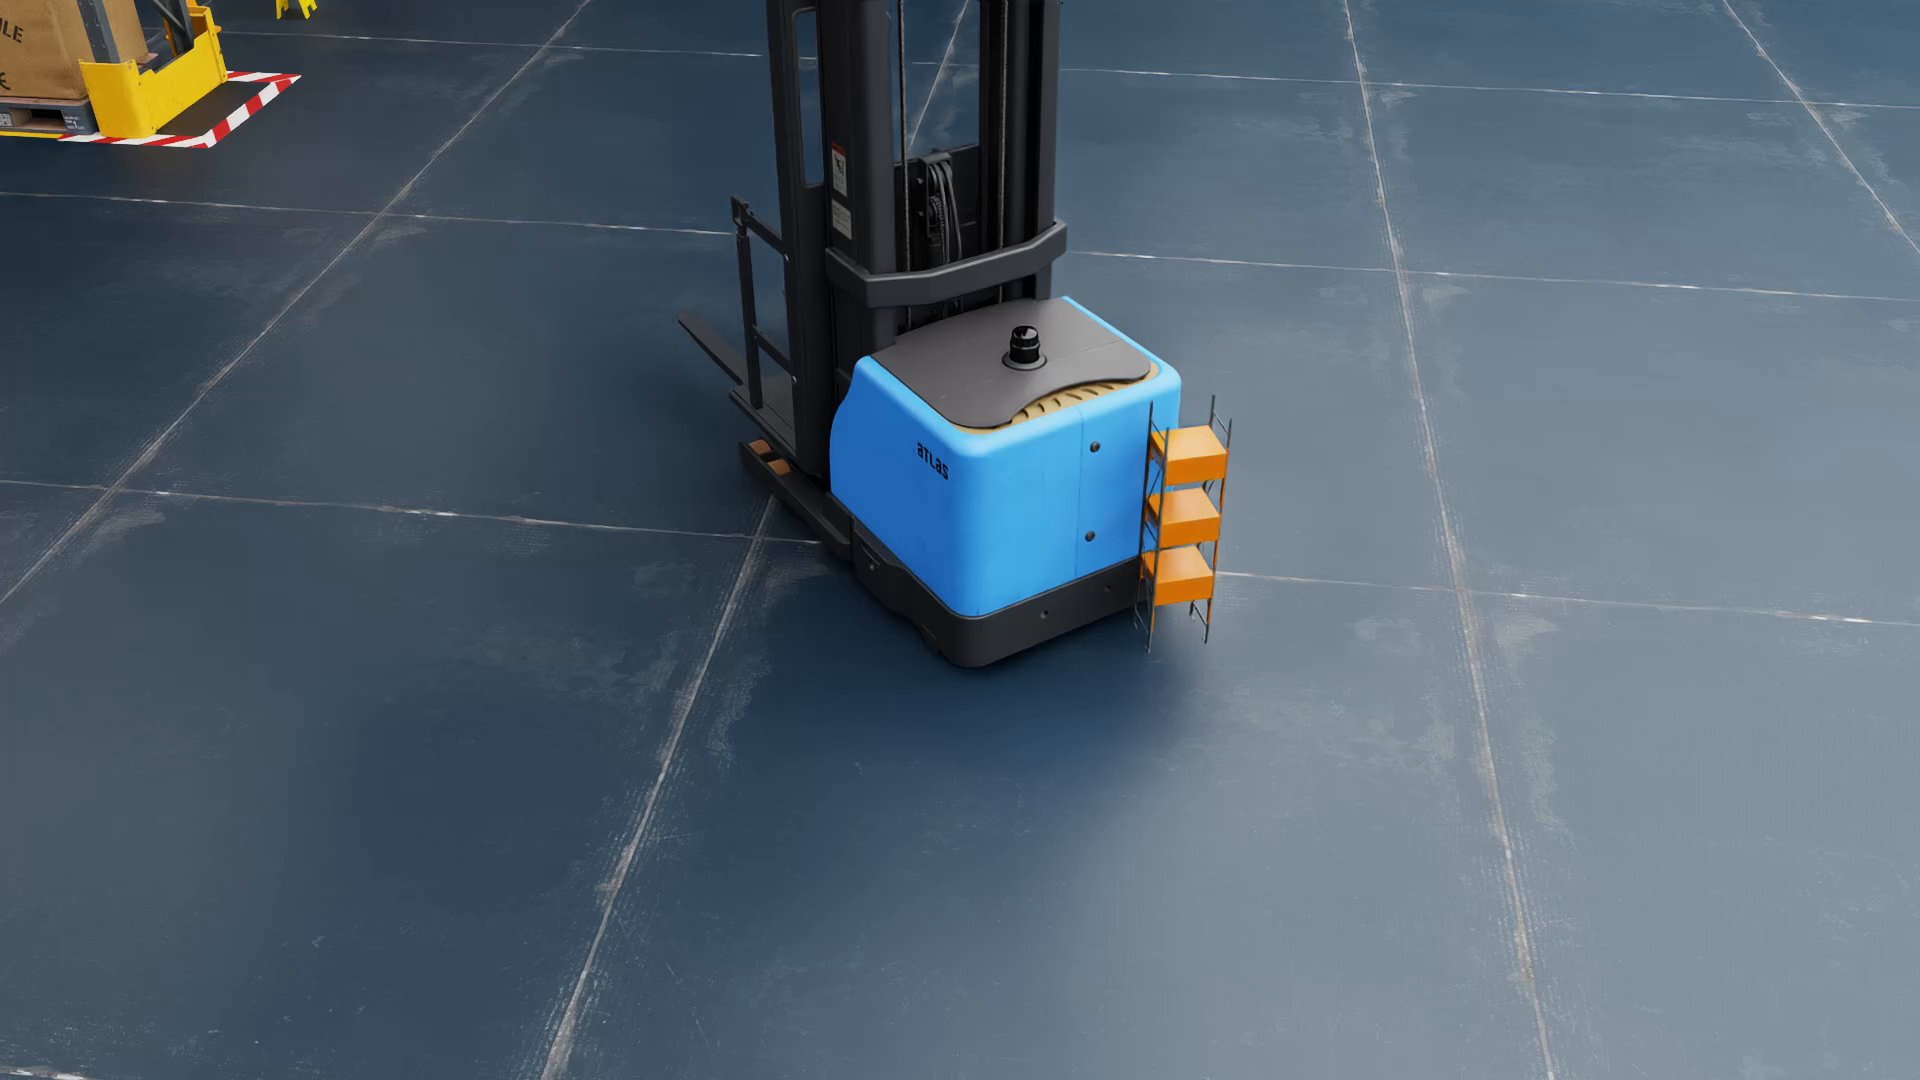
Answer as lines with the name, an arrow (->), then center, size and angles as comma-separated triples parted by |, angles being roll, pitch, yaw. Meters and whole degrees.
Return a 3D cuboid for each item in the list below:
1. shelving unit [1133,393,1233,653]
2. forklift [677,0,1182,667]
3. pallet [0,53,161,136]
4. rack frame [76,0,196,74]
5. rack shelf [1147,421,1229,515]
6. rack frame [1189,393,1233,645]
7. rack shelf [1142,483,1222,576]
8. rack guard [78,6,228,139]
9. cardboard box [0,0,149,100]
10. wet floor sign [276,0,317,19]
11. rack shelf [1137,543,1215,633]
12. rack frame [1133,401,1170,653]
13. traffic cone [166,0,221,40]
shelving unit -> 0.849, -0.049, 6.414 | 0.252, 1.050, 0.215 | -8, 36, -11
forklift -> -0.352, -1.523, 6.861 | 1.130, 2.935, 3.031 | -20, 40, -26
pallet -> -6.279, -3.087, 11.394 | 1.213, 0.211, 1.003 | 4, 36, 6
rack frame -> -5.476, -4.208, 10.564 | 0.127, 3.000, 1.000 | 4, 36, 6
rack shelf -> 0.850, -0.271, 6.256 | 0.240, 0.259, 0.215 | -8, 36, -11
rack frame -> 0.968, -0.065, 6.438 | 0.008, 1.050, 0.200 | -8, 36, -11
rack shelf -> 0.849, -0.040, 6.421 | 0.240, 0.259, 0.215 | -8, 36, -11
rack guard -> -5.452, -3.189, 11.288 | 0.348, 0.500, 1.175 | 4, 36, 6
cardboard box -> -6.157, -3.527, 11.077 | 0.875, 0.875, 0.875 | 4, 36, 6
wet floor sign -> -5.195, -4.389, 12.844 | 0.232, 0.644, 0.267 | -2, 36, -2
rack shelf -> 0.849, 0.186, 6.582 | 0.240, 0.259, 0.215 | -8, 36, -11
rack frame -> 0.730, -0.033, 6.391 | 0.008, 1.050, 0.200 | -8, 36, -11
traffic cone -> -5.822, -4.033, 12.503 | 0.334, 0.463, 0.336 | 4, 36, 6
